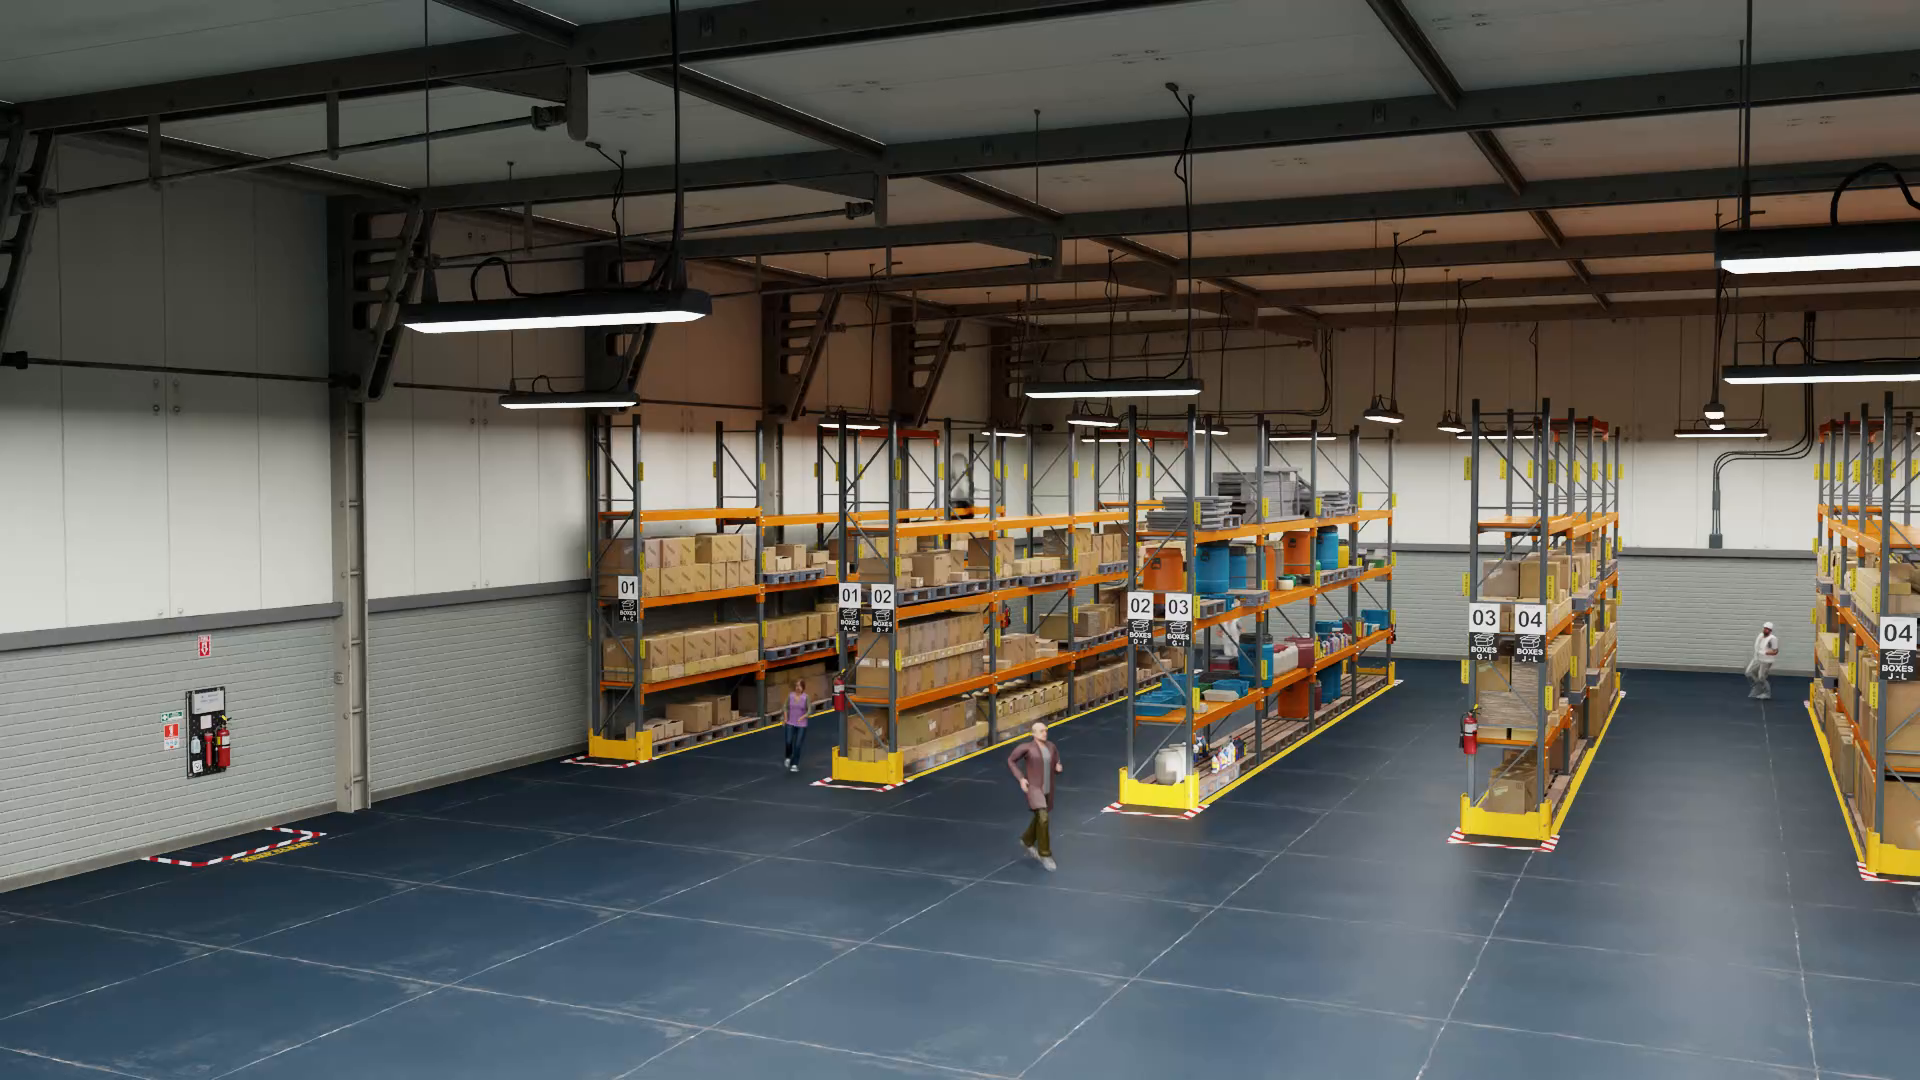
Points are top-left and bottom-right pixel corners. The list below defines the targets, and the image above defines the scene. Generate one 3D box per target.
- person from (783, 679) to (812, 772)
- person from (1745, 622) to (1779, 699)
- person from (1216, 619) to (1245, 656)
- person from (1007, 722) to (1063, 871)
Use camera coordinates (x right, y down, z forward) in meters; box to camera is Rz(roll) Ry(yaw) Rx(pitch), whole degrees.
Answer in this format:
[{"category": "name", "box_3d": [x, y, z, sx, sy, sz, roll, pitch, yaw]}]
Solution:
[{"category": "person", "box_3d": [-2.719, 3.091, 27.650, 0.498, 1.550, 0.525, 0, 2, 0]}, {"category": "person", "box_3d": [17.605, 2.649, 36.383, 0.593, 1.732, 0.722, -1, 2, -16]}, {"category": "person", "box_3d": [6.435, 2.490, 39.642, 0.675, 1.747, 0.581, 1, 2, 12]}, {"category": "person", "box_3d": [1.001, 3.231, 21.216, 0.694, 1.822, 0.877, -2, 3, -36]}]
